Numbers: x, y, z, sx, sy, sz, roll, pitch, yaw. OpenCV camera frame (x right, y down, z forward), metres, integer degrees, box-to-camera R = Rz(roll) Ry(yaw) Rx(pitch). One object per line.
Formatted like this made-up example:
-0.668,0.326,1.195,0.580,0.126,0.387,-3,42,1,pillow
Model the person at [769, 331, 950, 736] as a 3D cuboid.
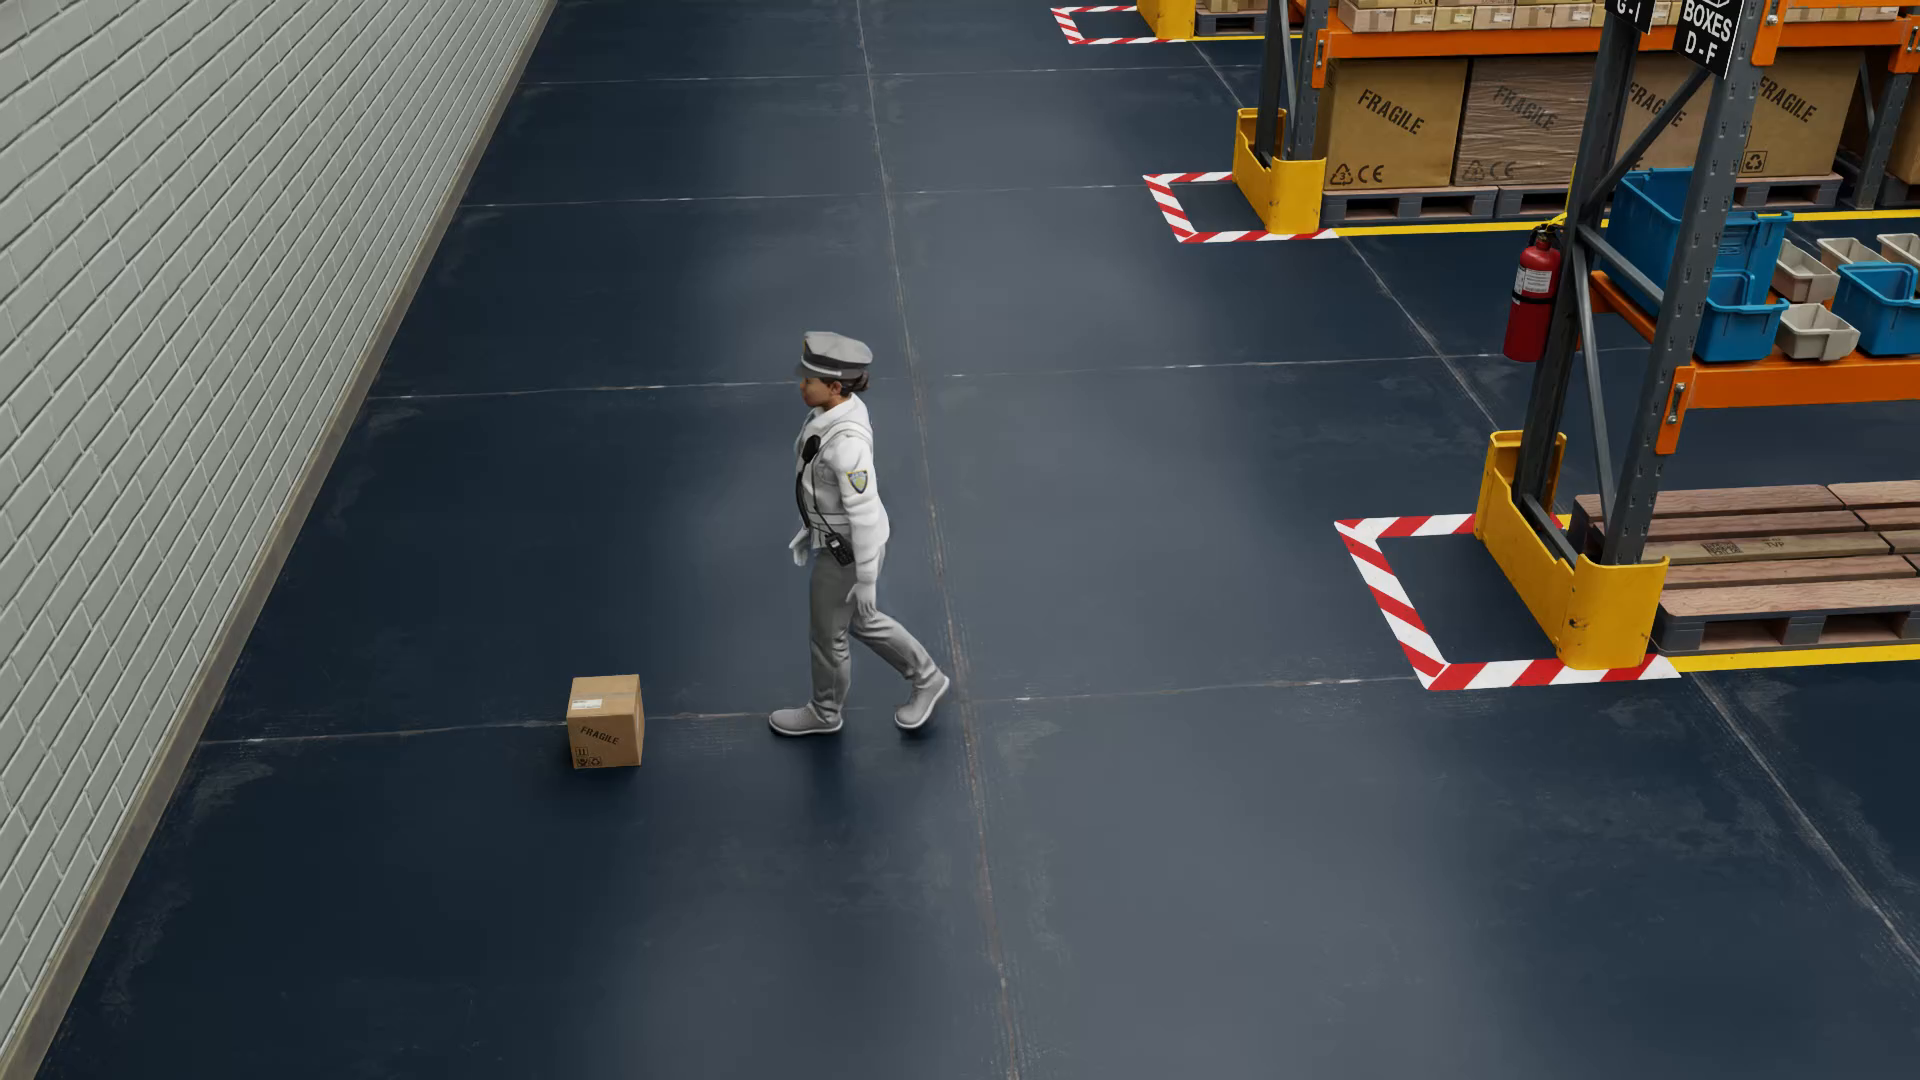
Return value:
-0.388,0.025,6.065,0.712,1.670,0.508,-2,31,-3,person
